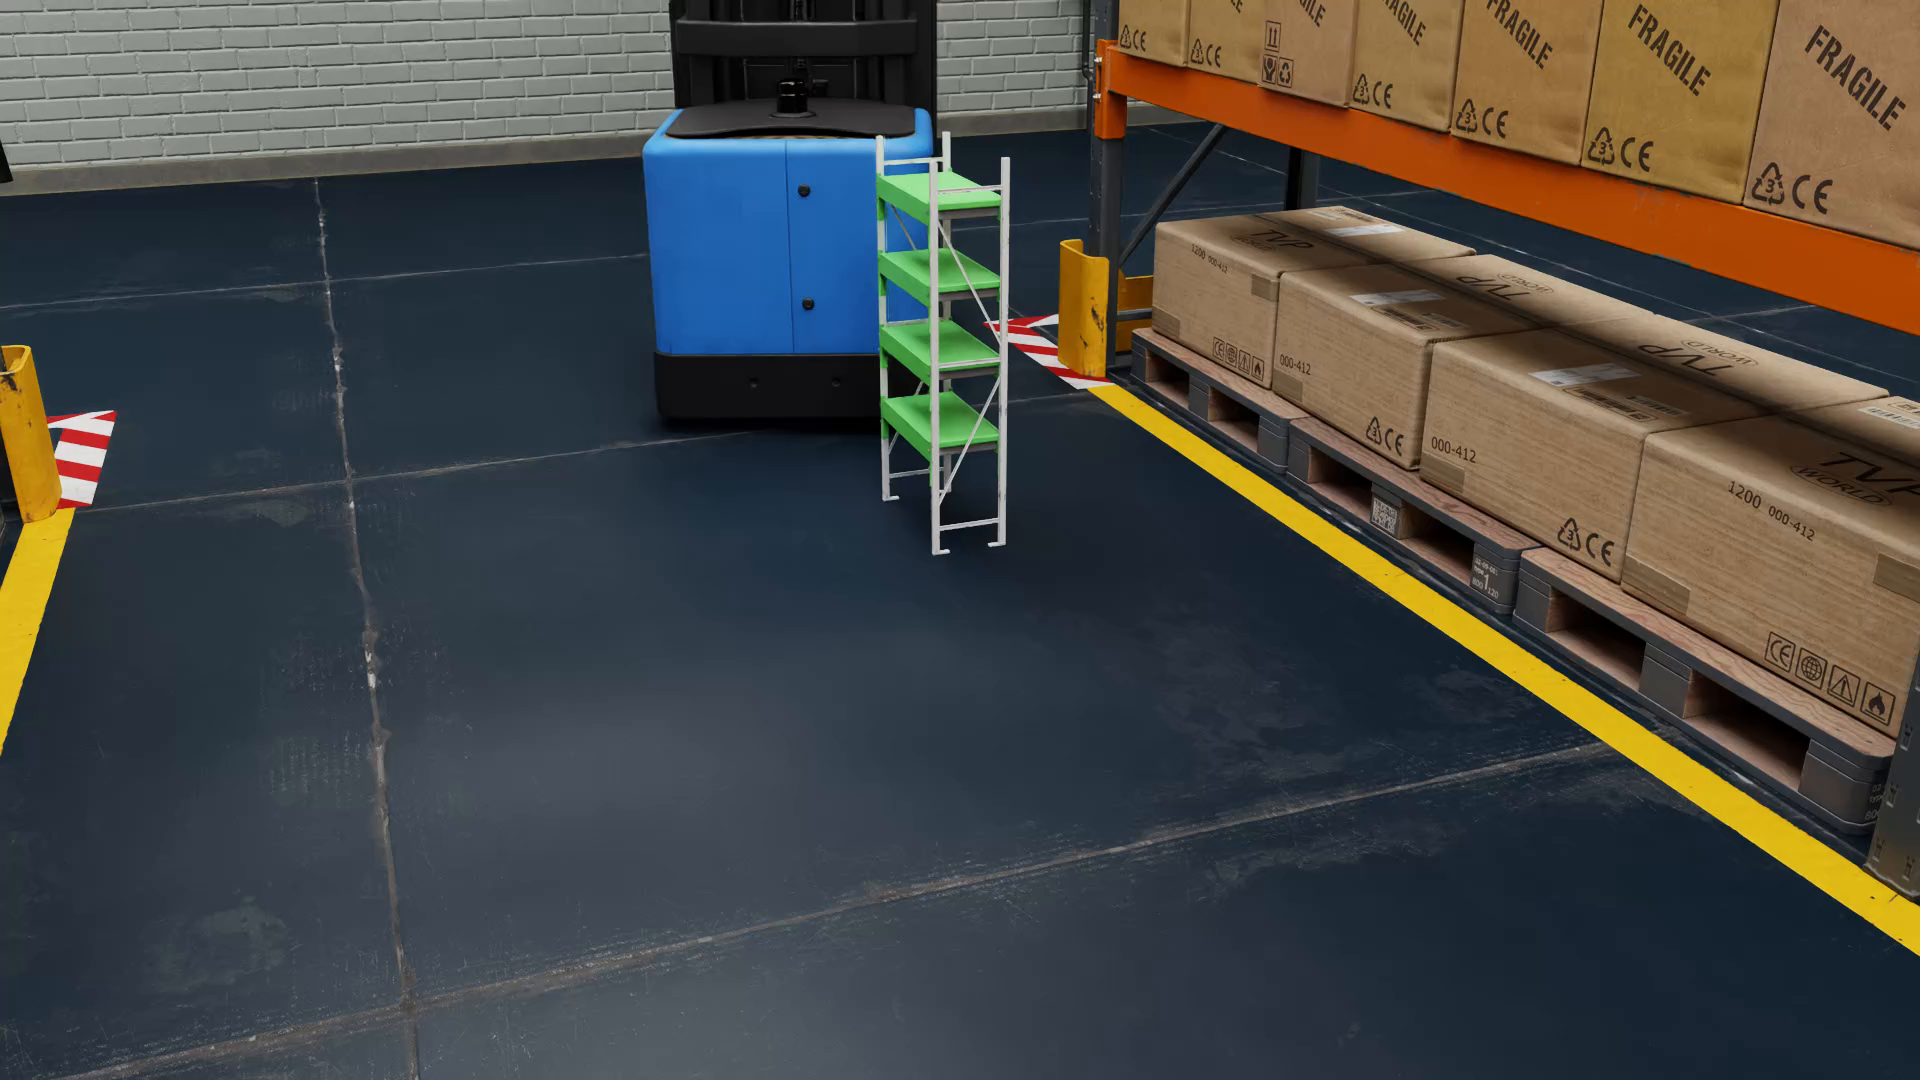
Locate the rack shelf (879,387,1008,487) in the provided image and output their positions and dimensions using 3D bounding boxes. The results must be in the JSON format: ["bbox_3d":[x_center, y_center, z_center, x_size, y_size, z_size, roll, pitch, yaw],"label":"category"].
[{"bbox_3d":[-0.058,-0.333,5.278,0.258,0.148,0.480,-8,24,-19],"label":"rack shelf"}]

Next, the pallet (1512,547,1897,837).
[{"bbox_3d":[2.229,0.279,4.317,1.003,0.211,1.213,-8,24,-19],"label":"pallet"}]

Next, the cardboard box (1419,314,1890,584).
[{"bbox_3d":[1.986,-0.300,4.858,0.875,0.438,0.875,-9,25,-21],"label":"cardboard box"}]

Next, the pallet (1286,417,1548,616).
[{"bbox_3d":[1.794,-0.165,5.370,1.003,0.211,1.213,-8,24,-19],"label":"pallet"}]

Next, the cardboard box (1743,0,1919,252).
[{"bbox_3d":[2.022,-0.899,3.391,0.500,0.500,0.500,-8,24,-19],"label":"cardboard box"}]

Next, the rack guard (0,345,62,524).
[{"bbox_3d":[-3.557,-0.277,5.264,1.175,0.500,0.348,-8,24,-19],"label":"rack guard"}]

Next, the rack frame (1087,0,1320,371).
[{"bbox_3d":[1.012,-2.172,6.542,1.000,3.000,0.127,-8,24,-19],"label":"rack frame"}]

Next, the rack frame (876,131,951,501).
[{"bbox_3d":[-0.145,-0.702,5.370,0.240,1.200,0.015,-8,24,-19],"label":"rack frame"}]

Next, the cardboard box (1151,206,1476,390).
[{"bbox_3d":[1.338,-0.959,6.422,0.875,0.438,0.875,-9,25,-21],"label":"cardboard box"}]

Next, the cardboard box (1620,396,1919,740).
[{"bbox_3d":[2.303,0.025,4.086,0.875,0.438,0.875,-9,24,-20],"label":"cardboard box"}]

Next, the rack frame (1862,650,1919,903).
[{"bbox_3d":[2.425,-0.719,3.094,1.000,3.000,0.127,-8,24,-19],"label":"rack frame"}]

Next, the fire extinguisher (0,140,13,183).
[{"bbox_3d":[-3.241,-1.404,5.299,0.296,0.674,0.183,-8,24,-19],"label":"fire extinguisher"}]

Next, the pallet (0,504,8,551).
[{"bbox_3d":[-3.303,0.156,4.608,1.003,0.211,1.213,-8,24,-19],"label":"pallet"}]

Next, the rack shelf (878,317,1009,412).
[{"bbox_3d":[-0.058,-0.554,5.184,0.258,0.148,0.480,-8,24,-19],"label":"rack shelf"}]

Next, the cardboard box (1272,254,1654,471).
[{"bbox_3d":[1.669,-0.628,5.636,0.875,0.438,0.875,-8,24,-18],"label":"cardboard box"}]

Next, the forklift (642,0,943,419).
[{"bbox_3d":[-0.643,-2.323,6.989,1.130,2.935,3.031,-1,23,-1],"label":"forklift"}]

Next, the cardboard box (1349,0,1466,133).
[{"bbox_3d":[1.473,-1.458,4.718,0.500,0.500,0.500,-8,24,-17],"label":"cardboard box"}]

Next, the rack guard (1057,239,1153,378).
[{"bbox_3d":[1.003,-1.029,7.049,1.175,0.500,0.348,-8,24,-19],"label":"rack guard"}]

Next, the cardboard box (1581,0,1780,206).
[{"bbox_3d":[1.835,-1.085,3.833,0.500,0.500,0.500,-9,24,-20],"label":"cardboard box"}]

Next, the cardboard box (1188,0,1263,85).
[{"bbox_3d":[1.117,-1.825,5.589,0.500,0.500,0.500,-9,24,-20],"label":"cardboard box"}]

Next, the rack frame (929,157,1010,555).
[{"bbox_3d":[0.028,-0.524,4.949,0.240,1.200,0.015,-8,24,-19],"label":"rack frame"}]

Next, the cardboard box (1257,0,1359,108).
[{"bbox_3d":[1.280,-1.638,5.144,0.500,0.500,0.500,-8,24,-19],"label":"cardboard box"}]

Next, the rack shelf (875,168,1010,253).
[{"bbox_3d":[-0.058,-0.996,4.998,0.258,0.148,0.480,-8,24,-19],"label":"rack shelf"}]

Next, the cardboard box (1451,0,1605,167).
[{"bbox_3d":[1.643,-1.265,4.262,0.500,0.500,0.500,-9,24,-20],"label":"cardboard box"}]

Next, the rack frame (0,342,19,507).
[{"bbox_3d":[-3.584,-1.457,4.844,1.000,3.000,0.127,-8,24,-19],"label":"rack frame"}]

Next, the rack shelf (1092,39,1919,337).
[{"bbox_3d":[1.718,-1.114,4.958,1.077,0.370,4.000,-8,24,-19],"label":"rack shelf"}]

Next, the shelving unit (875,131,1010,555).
[{"bbox_3d":[-0.058,-0.613,5.160,0.258,1.200,0.503,-8,24,-19],"label":"shelving unit"}]

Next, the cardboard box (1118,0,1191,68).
[{"bbox_3d":[0.913,-2.005,6.016,0.500,0.500,0.500,-9,24,-19],"label":"cardboard box"}]

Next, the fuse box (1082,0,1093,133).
[{"bbox_3d":[1.015,-3.860,12.204,0.539,1.711,0.414,-8,24,-19],"label":"fuse box"}]

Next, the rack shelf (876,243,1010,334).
[{"bbox_3d":[-0.058,-0.775,5.091,0.258,0.148,0.480,-8,24,-19],"label":"rack shelf"}]

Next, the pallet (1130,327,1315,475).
[{"bbox_3d":[1.367,-0.608,6.420,1.003,0.211,1.213,-8,24,-19],"label":"pallet"}]
